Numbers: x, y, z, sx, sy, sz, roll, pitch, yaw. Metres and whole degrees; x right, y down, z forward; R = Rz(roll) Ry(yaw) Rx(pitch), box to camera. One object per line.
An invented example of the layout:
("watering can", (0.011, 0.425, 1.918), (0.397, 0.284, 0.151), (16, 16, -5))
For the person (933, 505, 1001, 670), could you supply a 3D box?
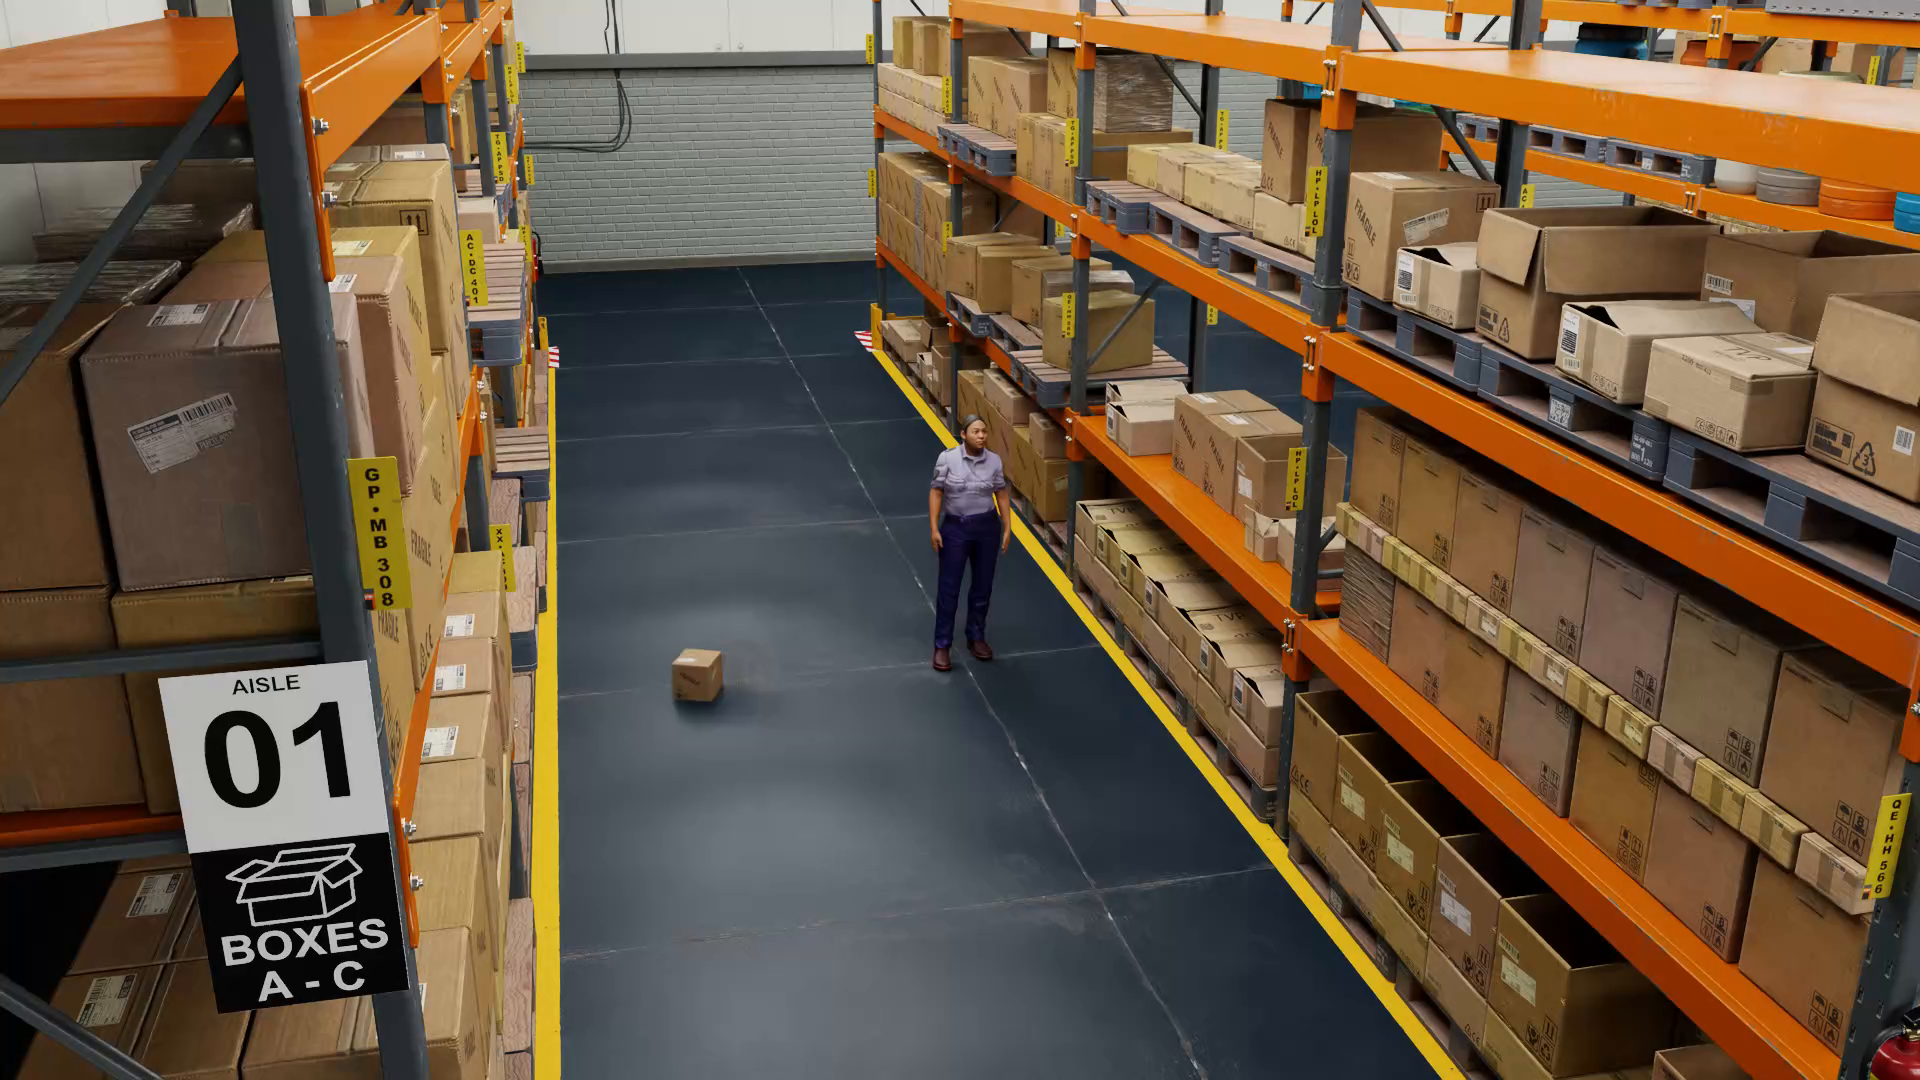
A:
("person", (0.038, 0.292, 11.165), (0.525, 1.034, 0.501), (-5, 20, -13))
